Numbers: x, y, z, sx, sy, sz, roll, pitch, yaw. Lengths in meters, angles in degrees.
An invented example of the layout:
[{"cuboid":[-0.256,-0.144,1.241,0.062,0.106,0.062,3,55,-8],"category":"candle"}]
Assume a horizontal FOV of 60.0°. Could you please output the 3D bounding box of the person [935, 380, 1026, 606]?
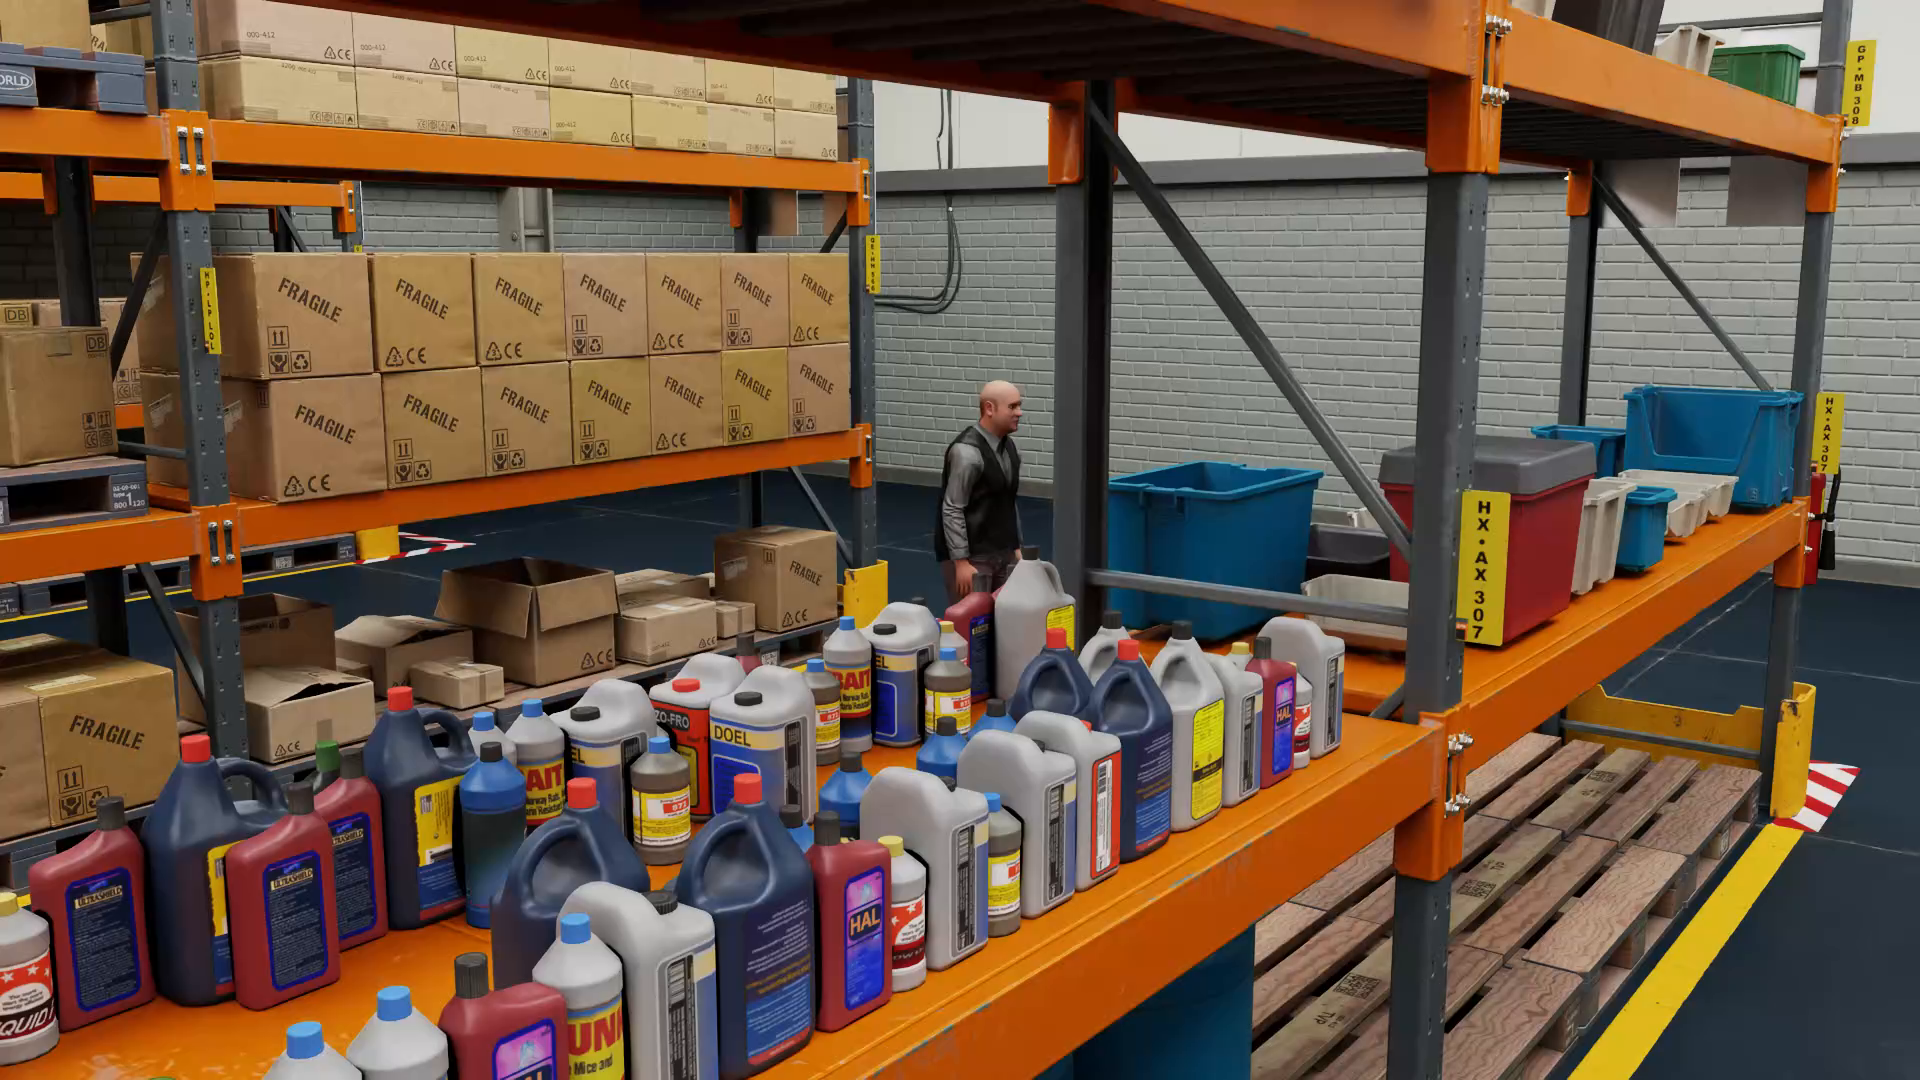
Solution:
[{"cuboid":[0.129,0.107,7.835,0.467,1.722,0.594,6,12,33],"category":"person"}]
